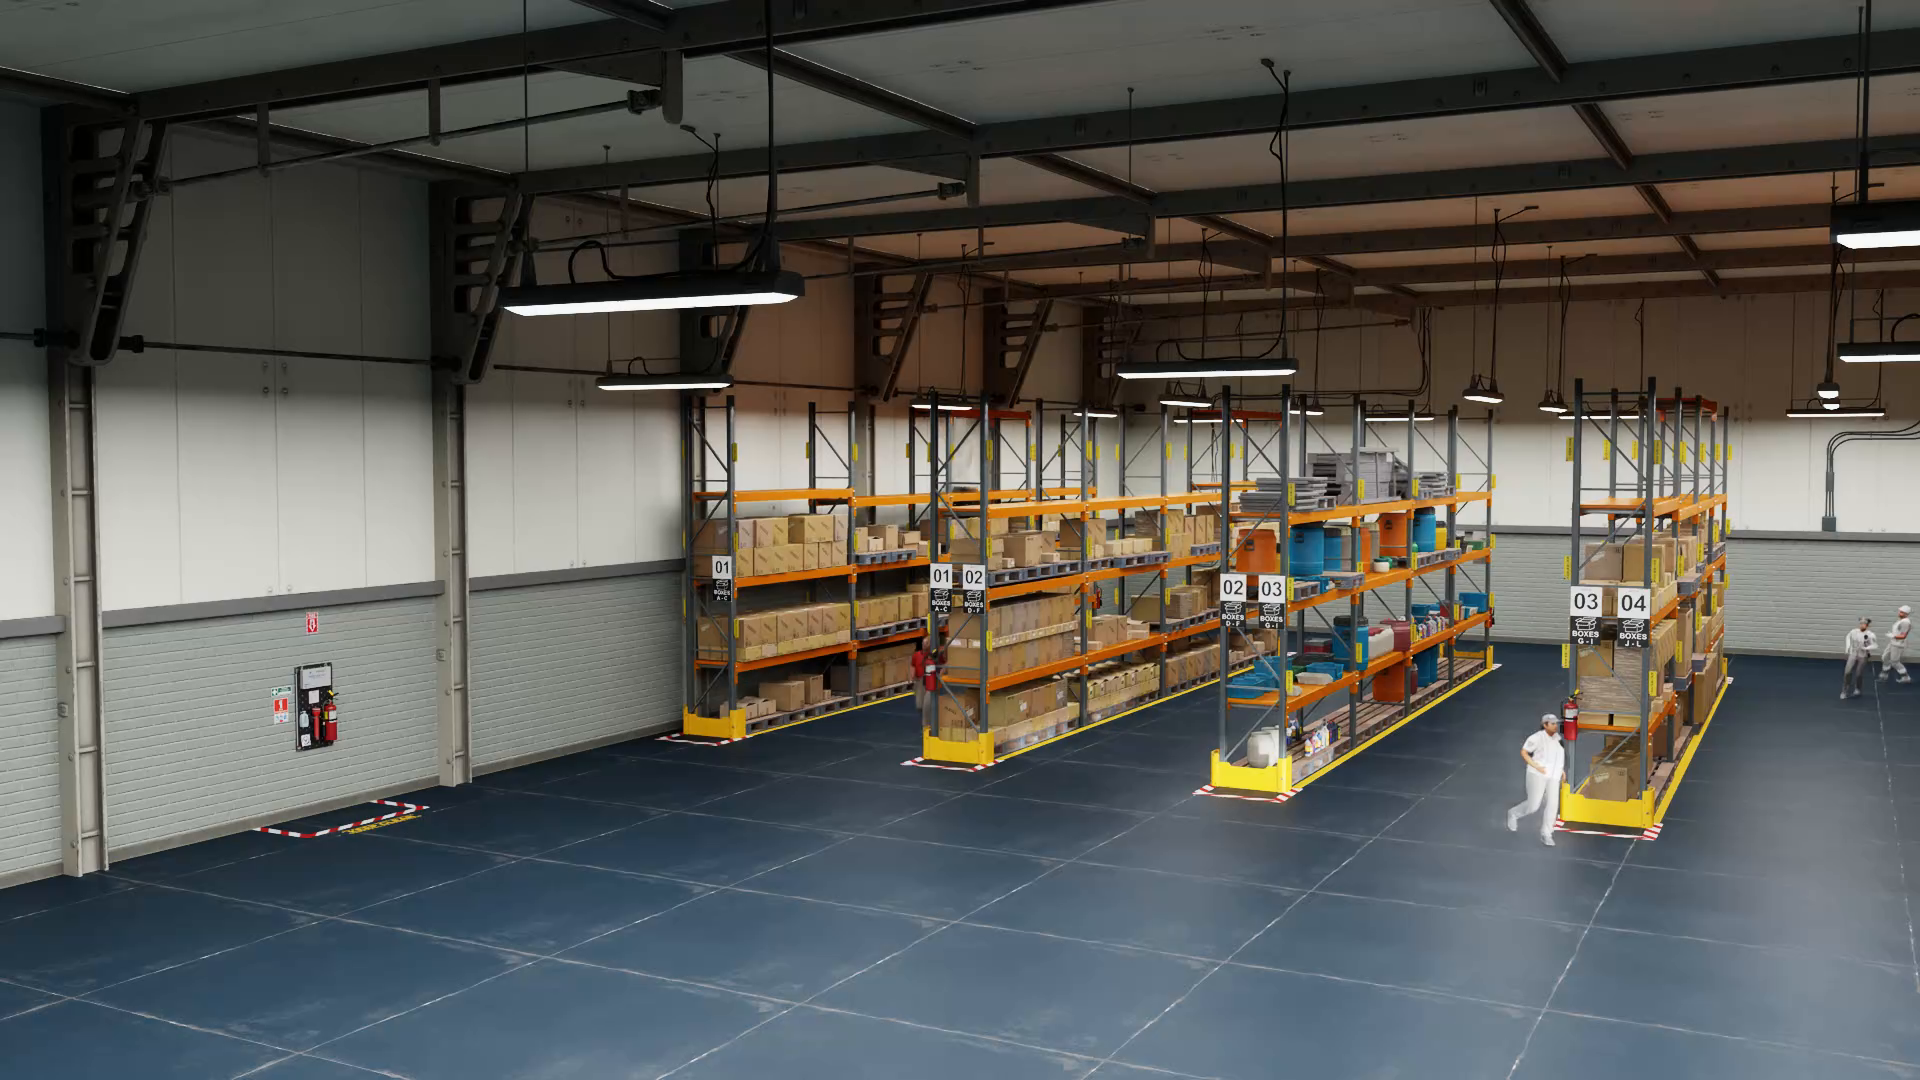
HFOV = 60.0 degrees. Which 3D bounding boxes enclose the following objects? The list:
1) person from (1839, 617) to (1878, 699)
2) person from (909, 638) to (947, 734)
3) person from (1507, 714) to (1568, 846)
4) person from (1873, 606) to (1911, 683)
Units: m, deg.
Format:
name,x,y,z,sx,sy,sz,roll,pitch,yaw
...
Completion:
name,x,y,z,sx,sy,sz,roll,pitch,yaw
person,18.327,2.405,33.833,0.613,1.722,0.692,3,4,42
person,-0.575,2.605,29.891,0.671,1.715,0.716,1,3,17
person,7.563,3.060,21.476,0.675,1.622,0.848,-1,3,-17
person,20.057,2.263,35.703,0.698,1.759,0.794,1,3,24
